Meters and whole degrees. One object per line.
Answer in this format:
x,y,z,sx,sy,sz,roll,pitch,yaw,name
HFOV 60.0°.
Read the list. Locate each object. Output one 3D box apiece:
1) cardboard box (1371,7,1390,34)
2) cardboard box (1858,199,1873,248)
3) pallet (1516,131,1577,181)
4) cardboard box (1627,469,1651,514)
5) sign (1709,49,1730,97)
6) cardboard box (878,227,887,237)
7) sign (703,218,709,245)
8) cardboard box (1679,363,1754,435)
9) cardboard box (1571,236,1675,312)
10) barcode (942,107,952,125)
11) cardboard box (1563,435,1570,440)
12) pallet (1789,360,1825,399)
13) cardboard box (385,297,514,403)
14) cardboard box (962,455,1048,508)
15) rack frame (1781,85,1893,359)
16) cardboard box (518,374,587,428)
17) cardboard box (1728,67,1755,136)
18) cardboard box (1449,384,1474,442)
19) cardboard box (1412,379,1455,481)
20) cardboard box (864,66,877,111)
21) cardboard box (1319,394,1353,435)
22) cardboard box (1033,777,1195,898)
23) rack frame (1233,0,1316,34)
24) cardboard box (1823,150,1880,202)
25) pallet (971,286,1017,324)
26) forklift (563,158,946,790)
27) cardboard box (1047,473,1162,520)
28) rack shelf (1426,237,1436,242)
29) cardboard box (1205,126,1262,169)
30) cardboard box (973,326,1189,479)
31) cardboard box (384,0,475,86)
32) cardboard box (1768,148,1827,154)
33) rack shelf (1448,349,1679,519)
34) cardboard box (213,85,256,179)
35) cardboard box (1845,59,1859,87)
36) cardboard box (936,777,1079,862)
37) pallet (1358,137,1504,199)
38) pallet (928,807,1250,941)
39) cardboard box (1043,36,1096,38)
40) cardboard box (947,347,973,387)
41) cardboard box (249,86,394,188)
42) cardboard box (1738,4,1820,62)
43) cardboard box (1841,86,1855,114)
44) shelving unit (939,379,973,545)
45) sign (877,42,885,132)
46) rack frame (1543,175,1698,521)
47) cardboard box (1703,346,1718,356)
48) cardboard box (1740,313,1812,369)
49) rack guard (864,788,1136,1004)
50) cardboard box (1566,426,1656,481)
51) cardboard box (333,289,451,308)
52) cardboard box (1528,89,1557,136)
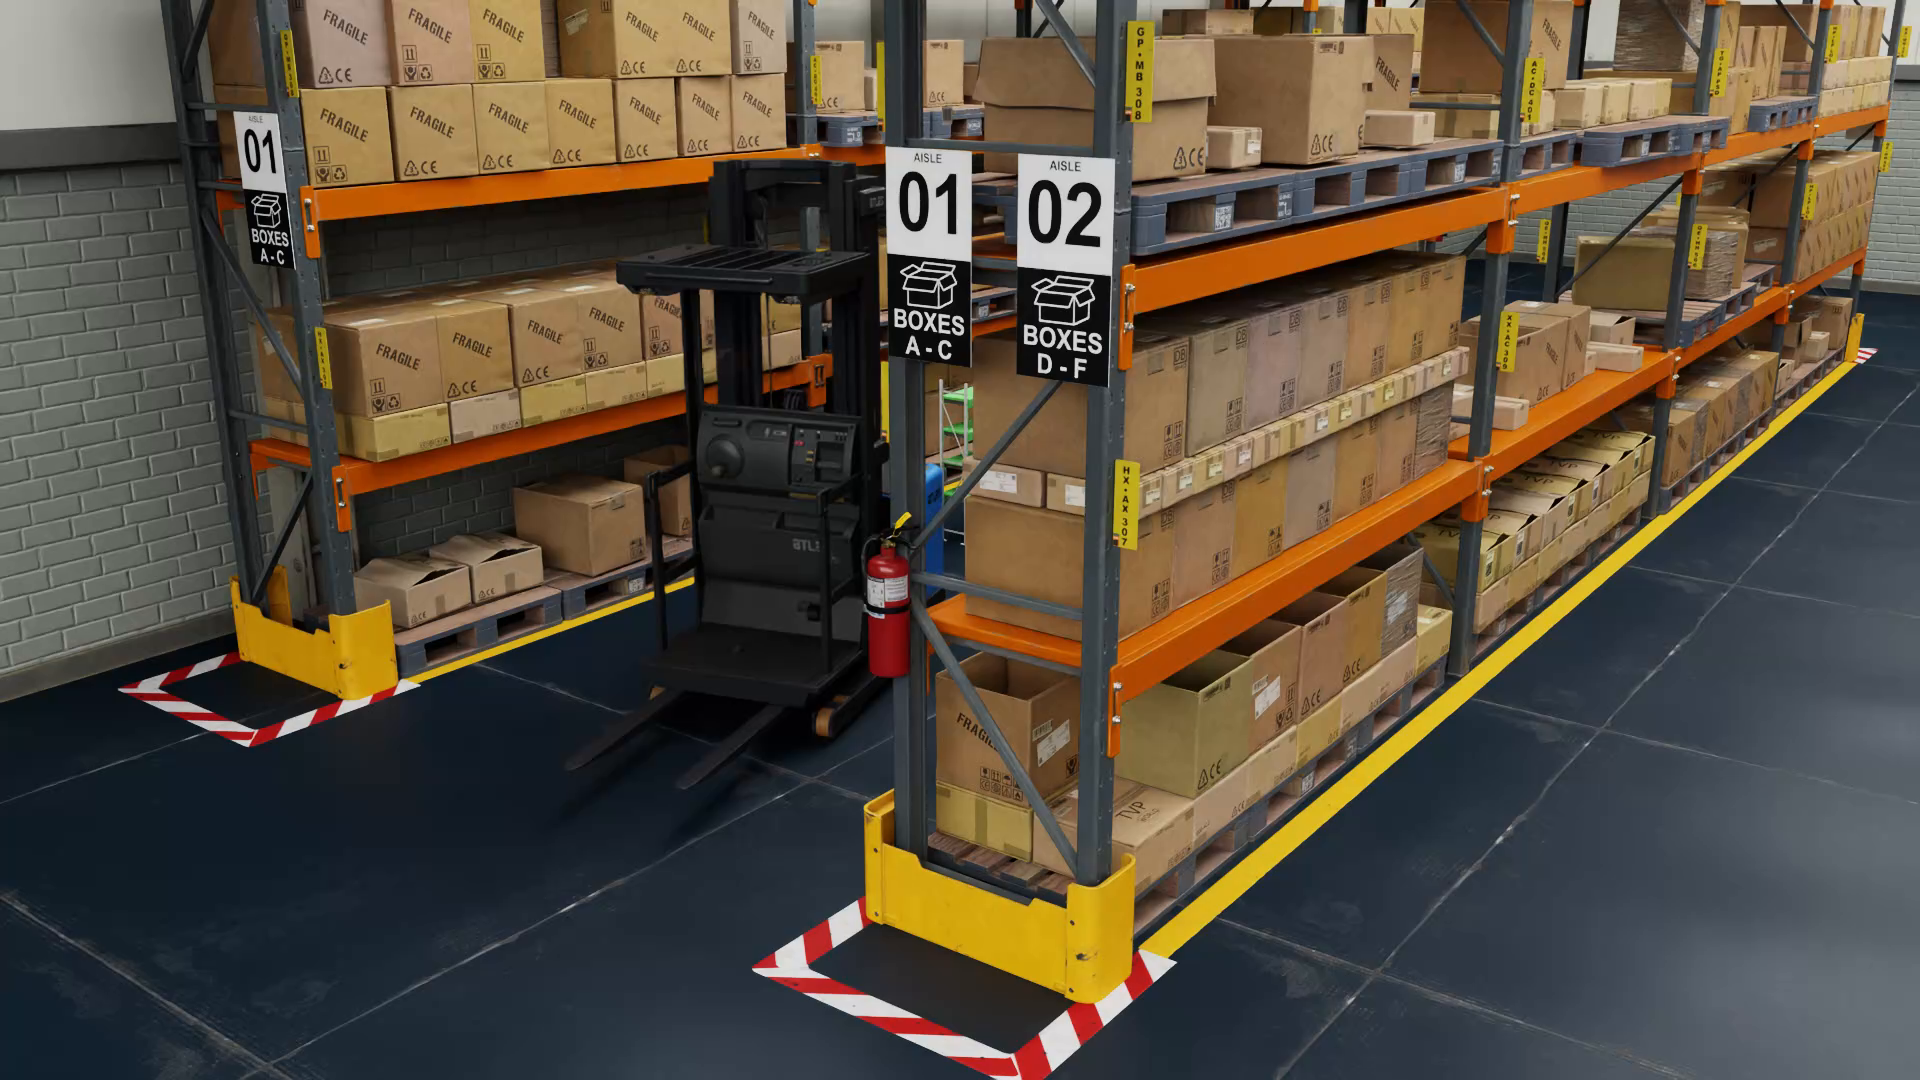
4.569,-5.837,19.038,0.500,0.500,0.500,13,21,35,cardboard box
9.643,-3.479,18.220,0.500,0.500,0.500,13,22,36,cardboard box
3.056,-2.281,9.797,0.805,0.209,1.217,11,21,33,pallet
4.807,-0.400,12.401,0.500,0.250,0.500,13,21,36,cardboard box
5.365,-3.298,11.742,0.100,0.325,0.005,12,21,35,sign
-0.403,-2.270,13.584,0.700,0.500,0.500,16,24,42,cardboard box
-1.887,-2.253,12.487,0.100,0.325,0.005,12,21,35,sign
6.644,-1.246,14.671,0.500,0.500,0.500,13,21,35,cardboard box
5.209,-2.099,13.068,0.700,0.500,0.500,5,18,16,cardboard box
-0.050,-1.642,6.437,0.001,0.075,0.075,12,21,35,barcode
4.377,-0.763,12.625,0.500,0.311,0.500,13,22,37,cardboard box
8.444,-1.757,17.545,1.003,0.211,1.213,12,21,35,pallet
-2.994,-1.122,9.754,0.500,0.500,0.500,12,21,35,cardboard box
0.233,-0.257,6.752,0.380,0.149,0.250,12,21,34,cardboard box
9.691,-3.586,18.734,1.000,3.000,0.127,12,21,35,rack frame
-2.671,-0.894,10.284,0.500,0.250,0.500,12,21,34,cardboard box
5.771,-3.516,13.282,0.910,0.500,0.500,12,21,35,cardboard box
2.800,-0.781,9.955,0.500,0.250,0.500,14,22,38,cardboard box
2.282,-0.669,9.171,0.700,0.500,0.500,12,21,33,cardboard box
-0.682,-3.456,12.698,0.500,0.311,0.500,13,22,36,cardboard box
1.638,-0.617,7.910,0.380,0.149,0.250,13,22,36,cardboard box
0.656,1.249,7.092,0.500,0.250,0.500,12,21,35,cardboard box
3.327,-6.373,17.592,1.000,3.000,0.127,12,21,35,rack frame
9.647,-3.957,18.073,0.500,0.500,0.500,12,21,34,cardboard box
-0.203,-1.985,13.901,1.003,0.211,1.213,12,21,35,pallet
-1.073,-0.481,8.850,1.130,2.935,3.031,6,18,19,forklift
0.565,-0.188,6.529,0.380,0.149,0.250,12,21,34,cardboard box
4.519,-3.641,20.122,1.077,0.370,4.000,12,21,35,rack shelf
1.001,-1.604,6.773,0.380,0.149,0.250,12,21,35,cardboard box
0.478,-0.564,6.646,0.700,0.500,0.500,13,21,35,cardboard box
-3.059,-2.776,9.180,0.500,0.500,0.500,12,21,34,cardboard box
9.215,-4.052,18.380,0.500,0.500,0.500,13,22,36,cardboard box
3.733,-0.861,11.170,1.077,0.370,4.000,12,21,35,rack shelf
-3.777,-2.284,9.279,0.500,0.500,0.500,14,22,39,cardboard box
8.401,-4.541,16.162,0.500,0.250,0.500,12,21,35,cardboard box
0.240,1.157,7.387,0.500,0.250,0.500,12,21,35,cardboard box
2.054,-1.910,8.429,1.003,0.211,1.213,12,21,35,pallet
0.580,1.367,7.486,1.003,0.211,1.213,12,21,35,pallet
1.181,-4.369,15.286,0.700,0.500,0.500,11,20,30,cardboard box
-0.136,-1.501,14.227,0.500,0.250,0.500,12,21,34,cardboard box
-3.423,-2.175,8.929,0.500,0.500,0.500,13,22,36,cardboard box
7.567,-4.714,15.452,0.700,0.500,0.500,12,21,35,cardboard box
8.397,-4.303,16.239,0.500,0.250,0.500,12,21,35,cardboard box
0.099,-0.612,12.193,0.258,1.200,0.503,12,21,35,shelving unit
-0.270,-1.692,6.217,0.100,0.325,0.005,12,21,35,sign
4.925,-1.681,12.598,1.000,3.000,0.127,12,21,35,rack frame
6.824,-1.577,15.739,0.500,0.500,0.500,11,21,32,cardboard box
8.423,-2.100,17.414,0.797,0.503,0.637,12,21,35,cardboard box
0.144,1.424,6.814,1.175,0.500,0.348,12,21,35,rack guard
4.810,-0.668,12.318,0.500,0.311,0.500,13,22,36,cardboard box
-3.405,-1.214,10.049,0.500,0.500,0.500,13,21,35,cardboard box
3.241,-2.566,9.935,0.500,0.250,0.500,10,20,29,cardboard box
